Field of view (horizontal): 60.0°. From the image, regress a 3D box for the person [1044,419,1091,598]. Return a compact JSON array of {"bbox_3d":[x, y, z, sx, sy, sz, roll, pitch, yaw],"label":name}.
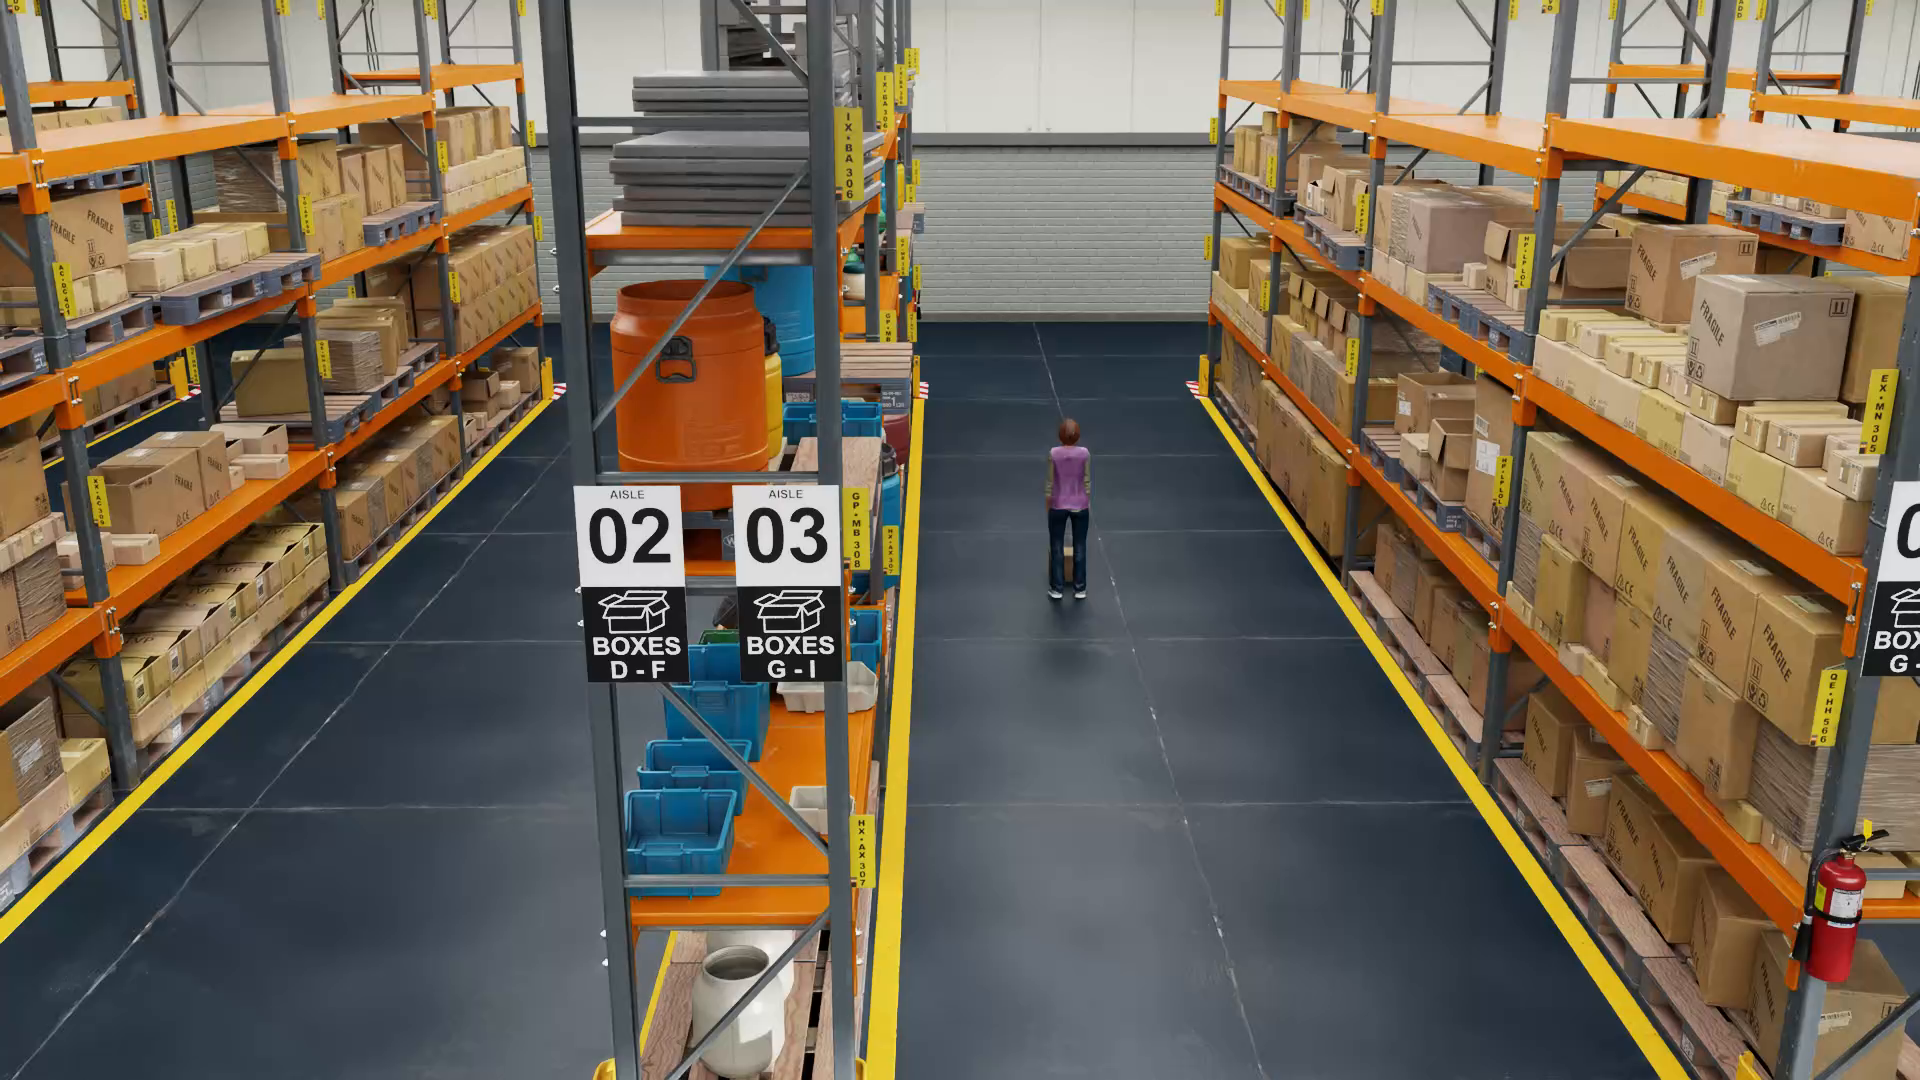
[{"bbox_3d":[0.929,-0.271,14.441,0.406,1.595,0.307,0,17,0],"label":"person"}]
